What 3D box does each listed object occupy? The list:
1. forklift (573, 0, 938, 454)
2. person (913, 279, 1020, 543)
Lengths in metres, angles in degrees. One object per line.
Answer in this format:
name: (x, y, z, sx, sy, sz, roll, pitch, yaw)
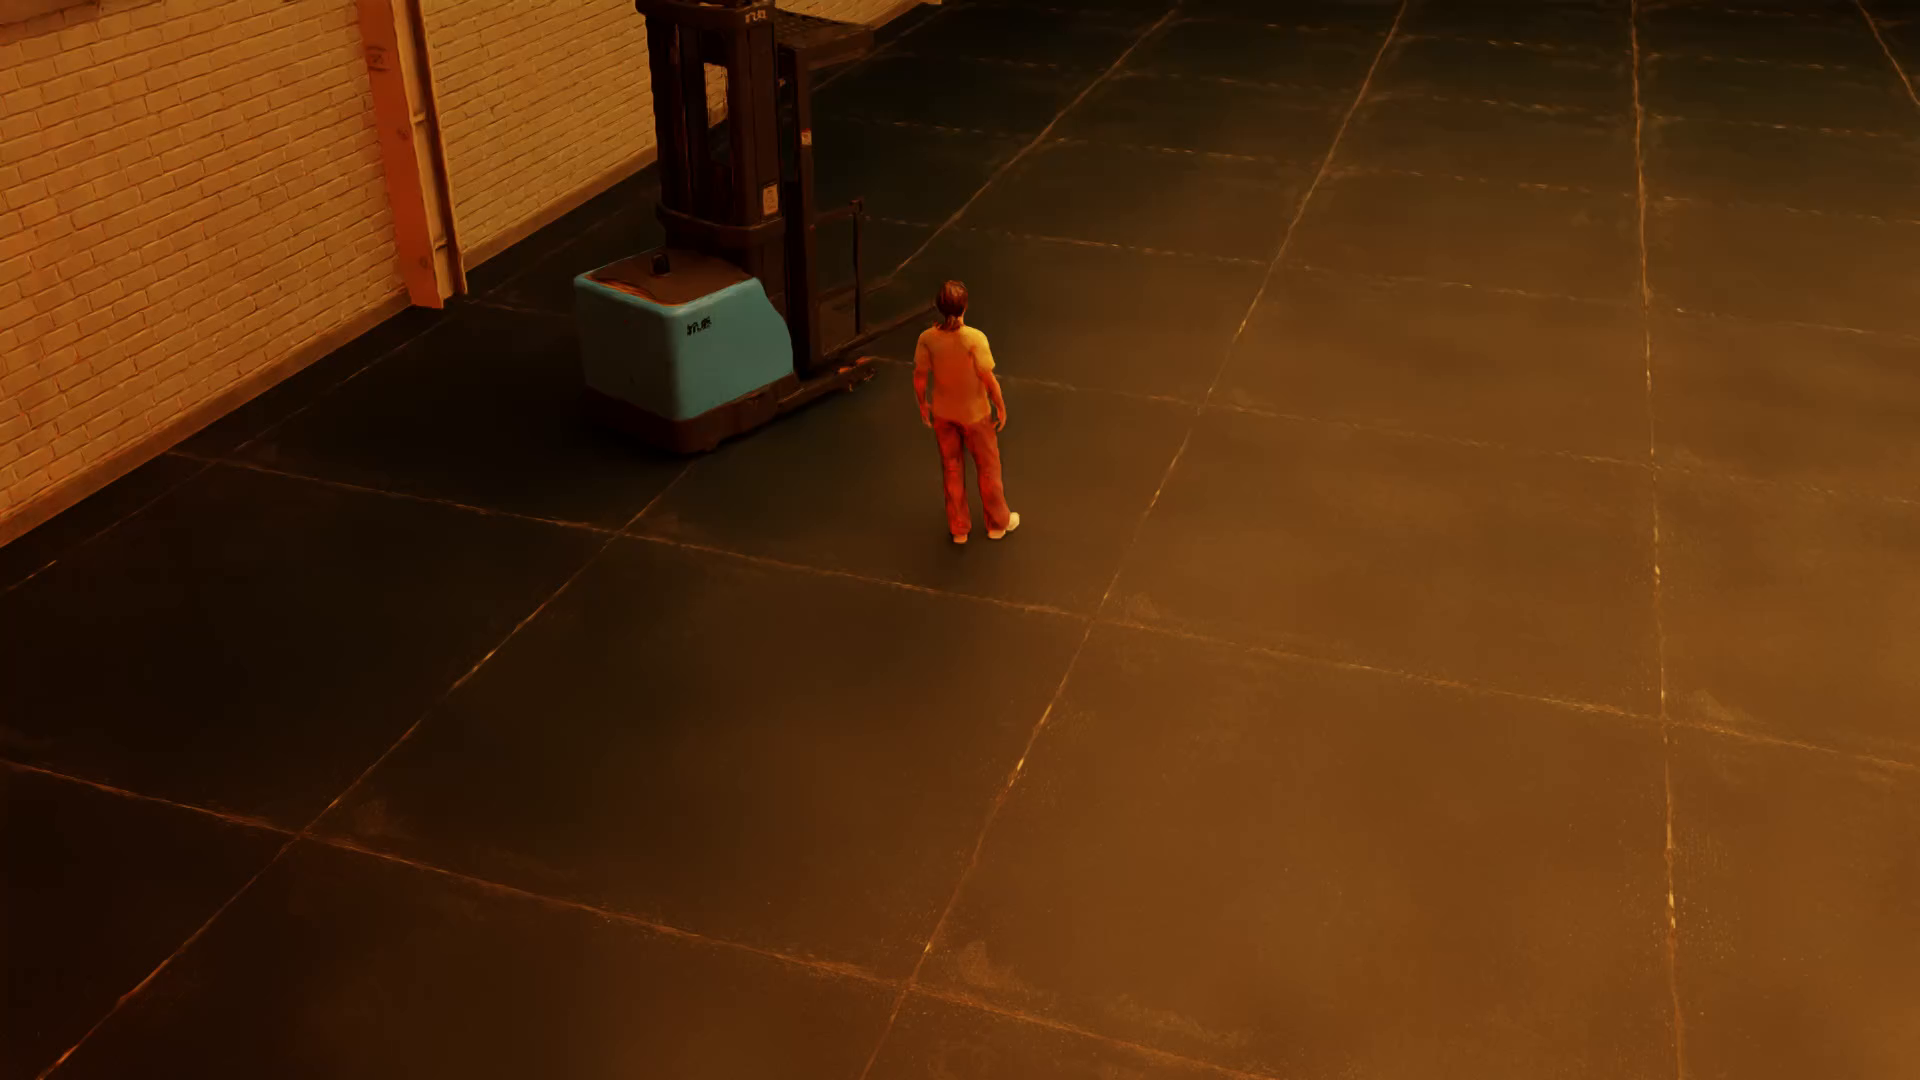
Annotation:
forklift: (-1.264, -2.501, 11.524, 1.130, 2.935, 3.031, 22, 36, 33)
person: (0.034, -0.767, 9.735, 0.554, 1.674, 0.548, 10, 31, 16)
